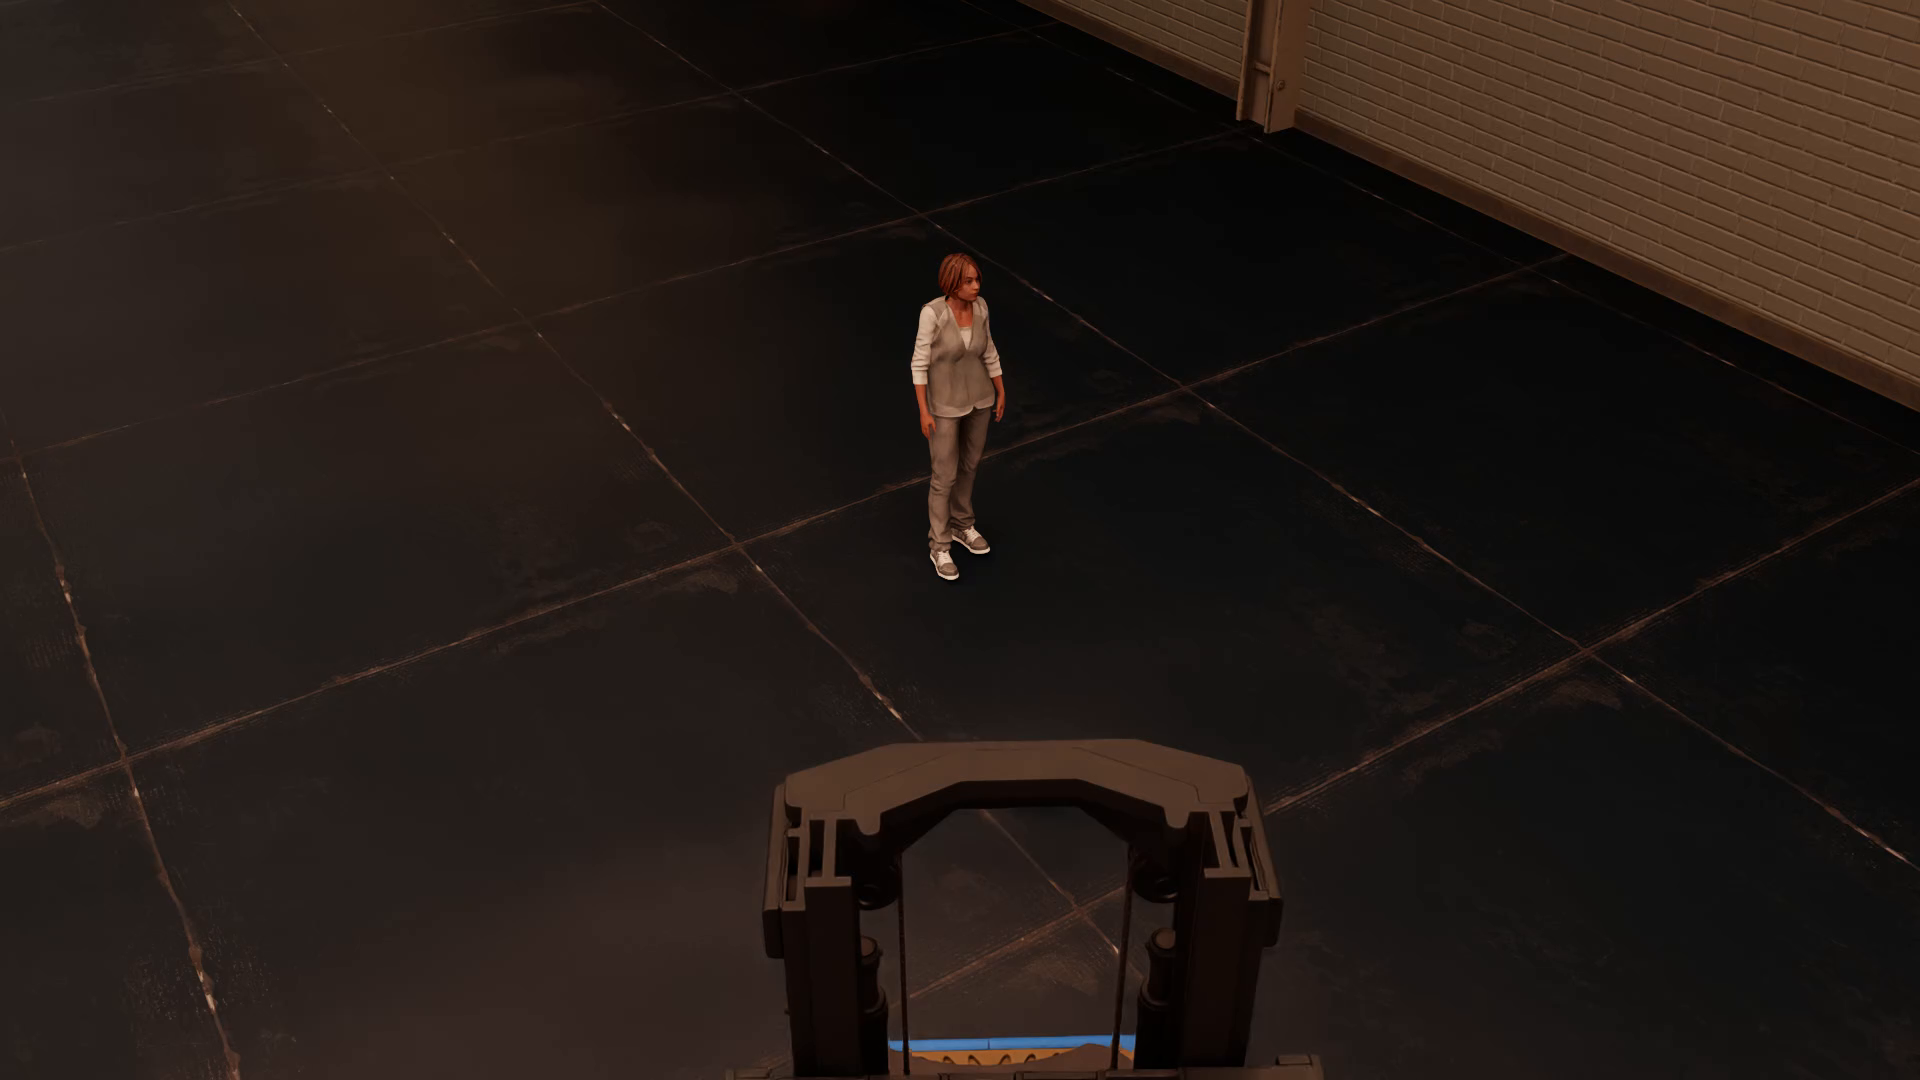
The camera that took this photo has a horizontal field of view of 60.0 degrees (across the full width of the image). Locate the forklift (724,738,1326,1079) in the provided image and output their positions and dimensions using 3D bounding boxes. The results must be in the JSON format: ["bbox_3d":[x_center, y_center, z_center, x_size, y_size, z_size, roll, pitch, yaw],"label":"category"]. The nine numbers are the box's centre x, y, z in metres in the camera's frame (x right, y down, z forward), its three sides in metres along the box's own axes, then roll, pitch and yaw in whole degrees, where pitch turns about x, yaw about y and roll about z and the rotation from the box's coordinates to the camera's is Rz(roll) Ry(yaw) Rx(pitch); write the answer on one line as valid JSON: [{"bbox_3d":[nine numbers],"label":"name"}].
[{"bbox_3d":[0.125,1.962,3.356,1.130,2.935,3.031,-1,35,-1],"label":"forklift"}]

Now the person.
[{"bbox_3d":[0.028,-0.620,8.177,0.520,1.597,0.475,-21,40,-27],"label":"person"}]
